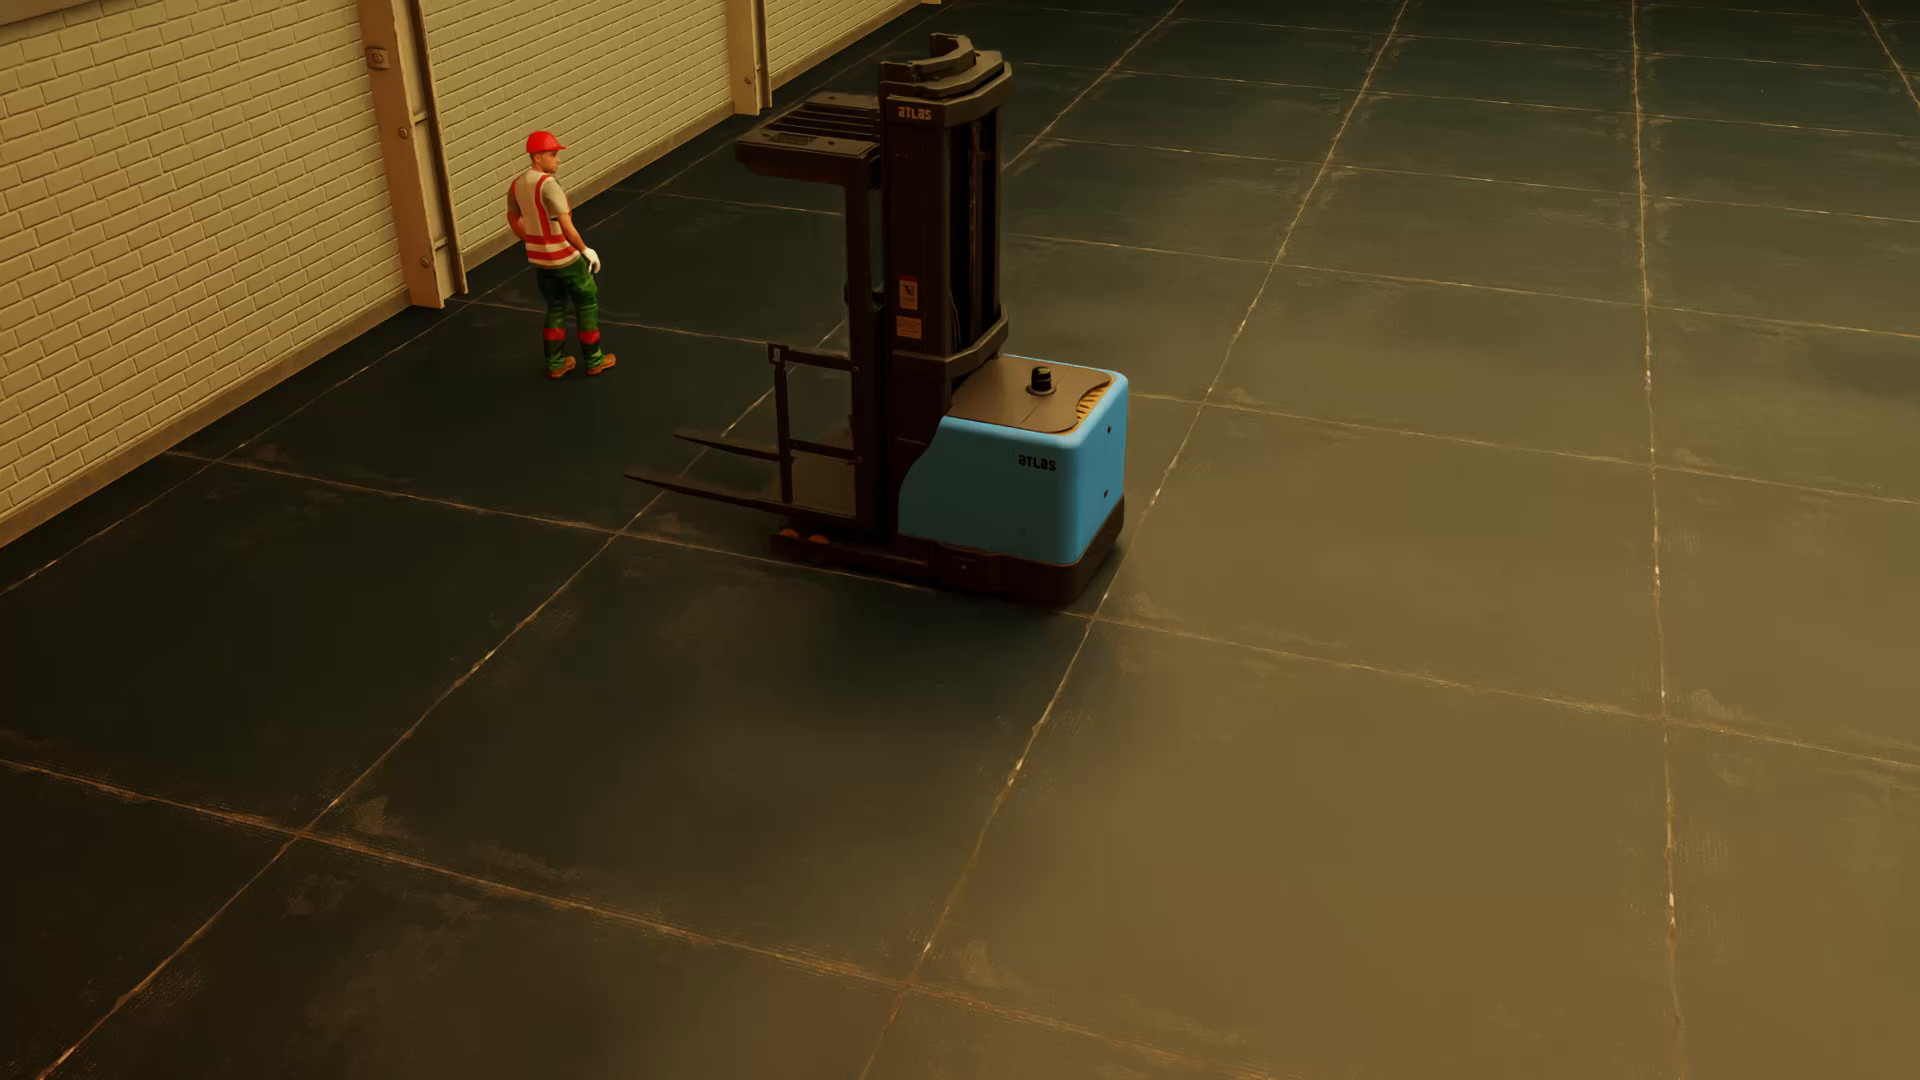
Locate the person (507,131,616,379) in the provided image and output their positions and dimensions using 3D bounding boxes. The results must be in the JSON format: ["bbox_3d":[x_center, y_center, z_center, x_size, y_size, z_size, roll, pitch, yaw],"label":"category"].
[{"bbox_3d":[-2.839,-2.036,11.884,0.761,1.768,0.504,17,34,27],"label":"person"}]

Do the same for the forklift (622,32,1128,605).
[{"bbox_3d":[-0.581,-1.364,9.530,3.031,2.935,1.130,11,32,19],"label":"forklift"}]
